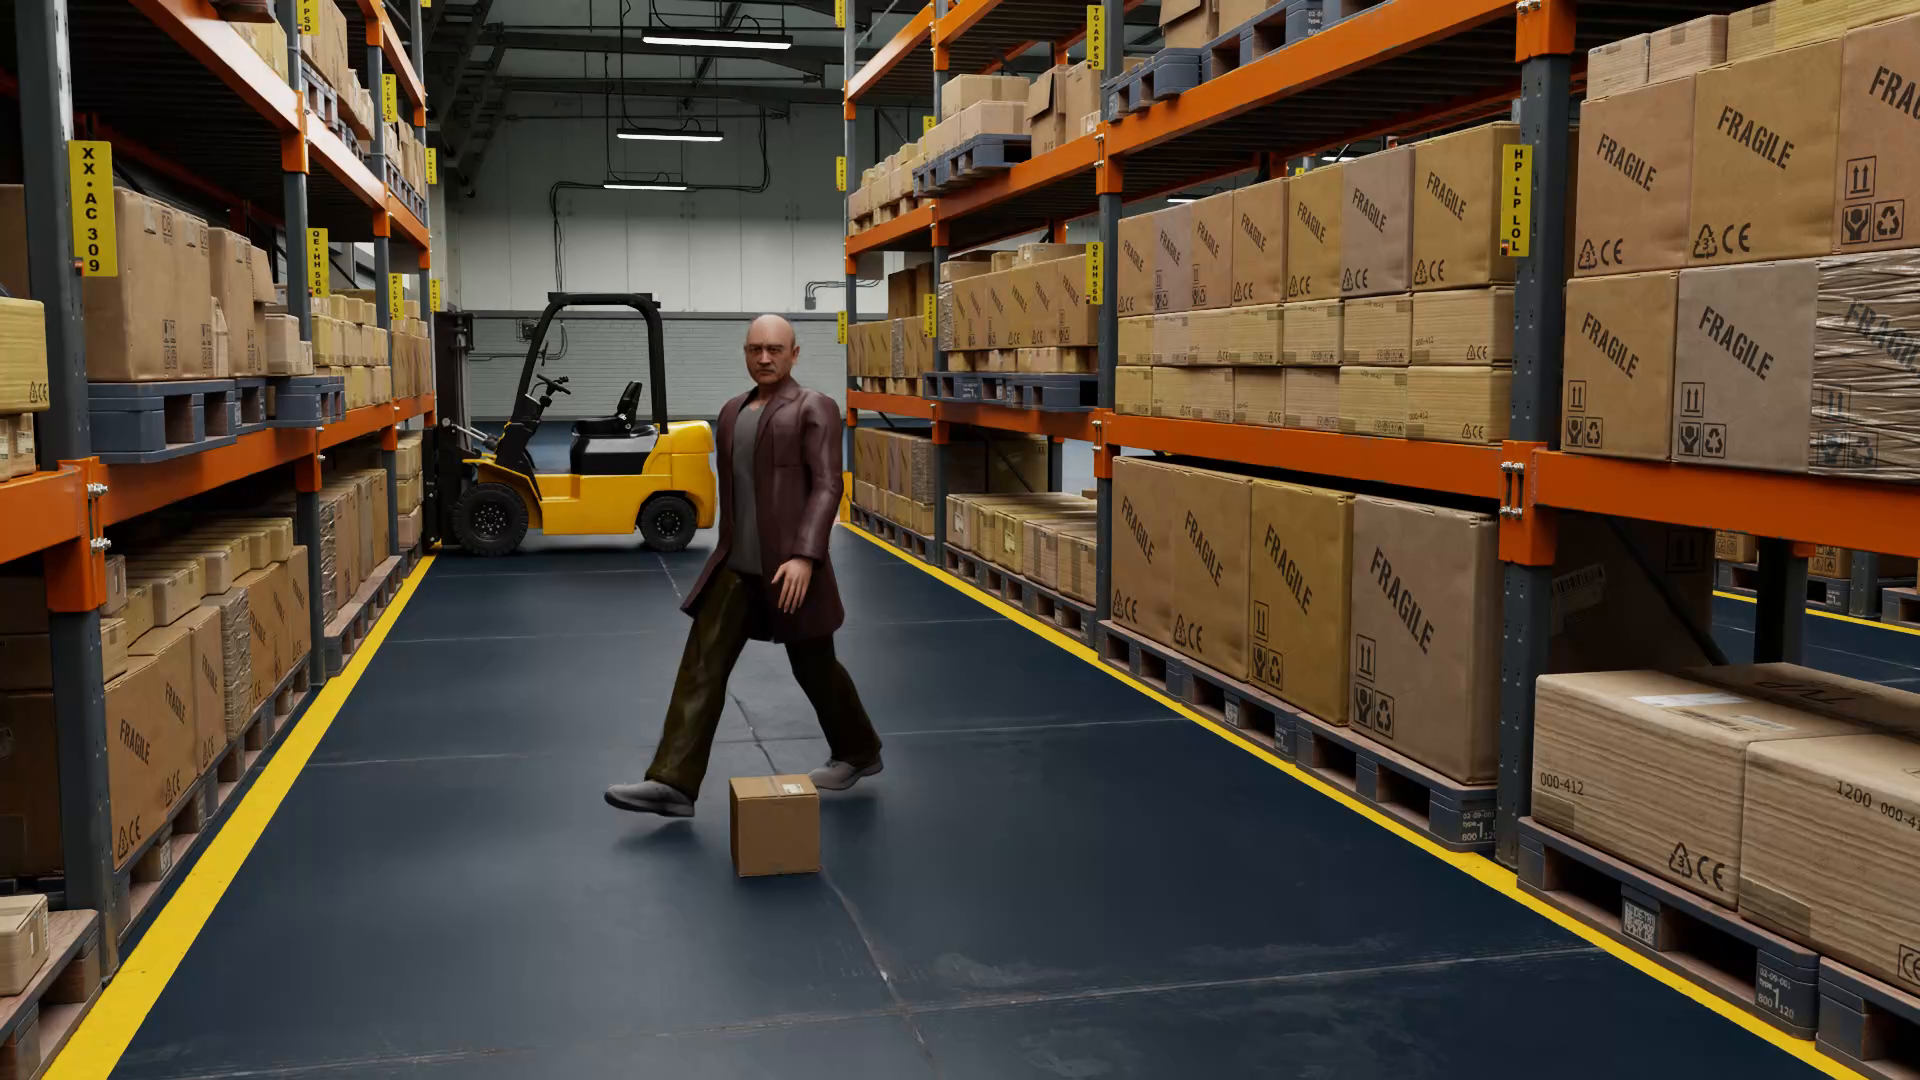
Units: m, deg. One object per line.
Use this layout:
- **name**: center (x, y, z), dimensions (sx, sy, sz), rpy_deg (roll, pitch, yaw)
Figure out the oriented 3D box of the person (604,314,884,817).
- **person**: center (-0.714, 0.084, 5.743), dimensions (0.619, 1.719, 1.115), rpy_deg (4, 7, 30)
